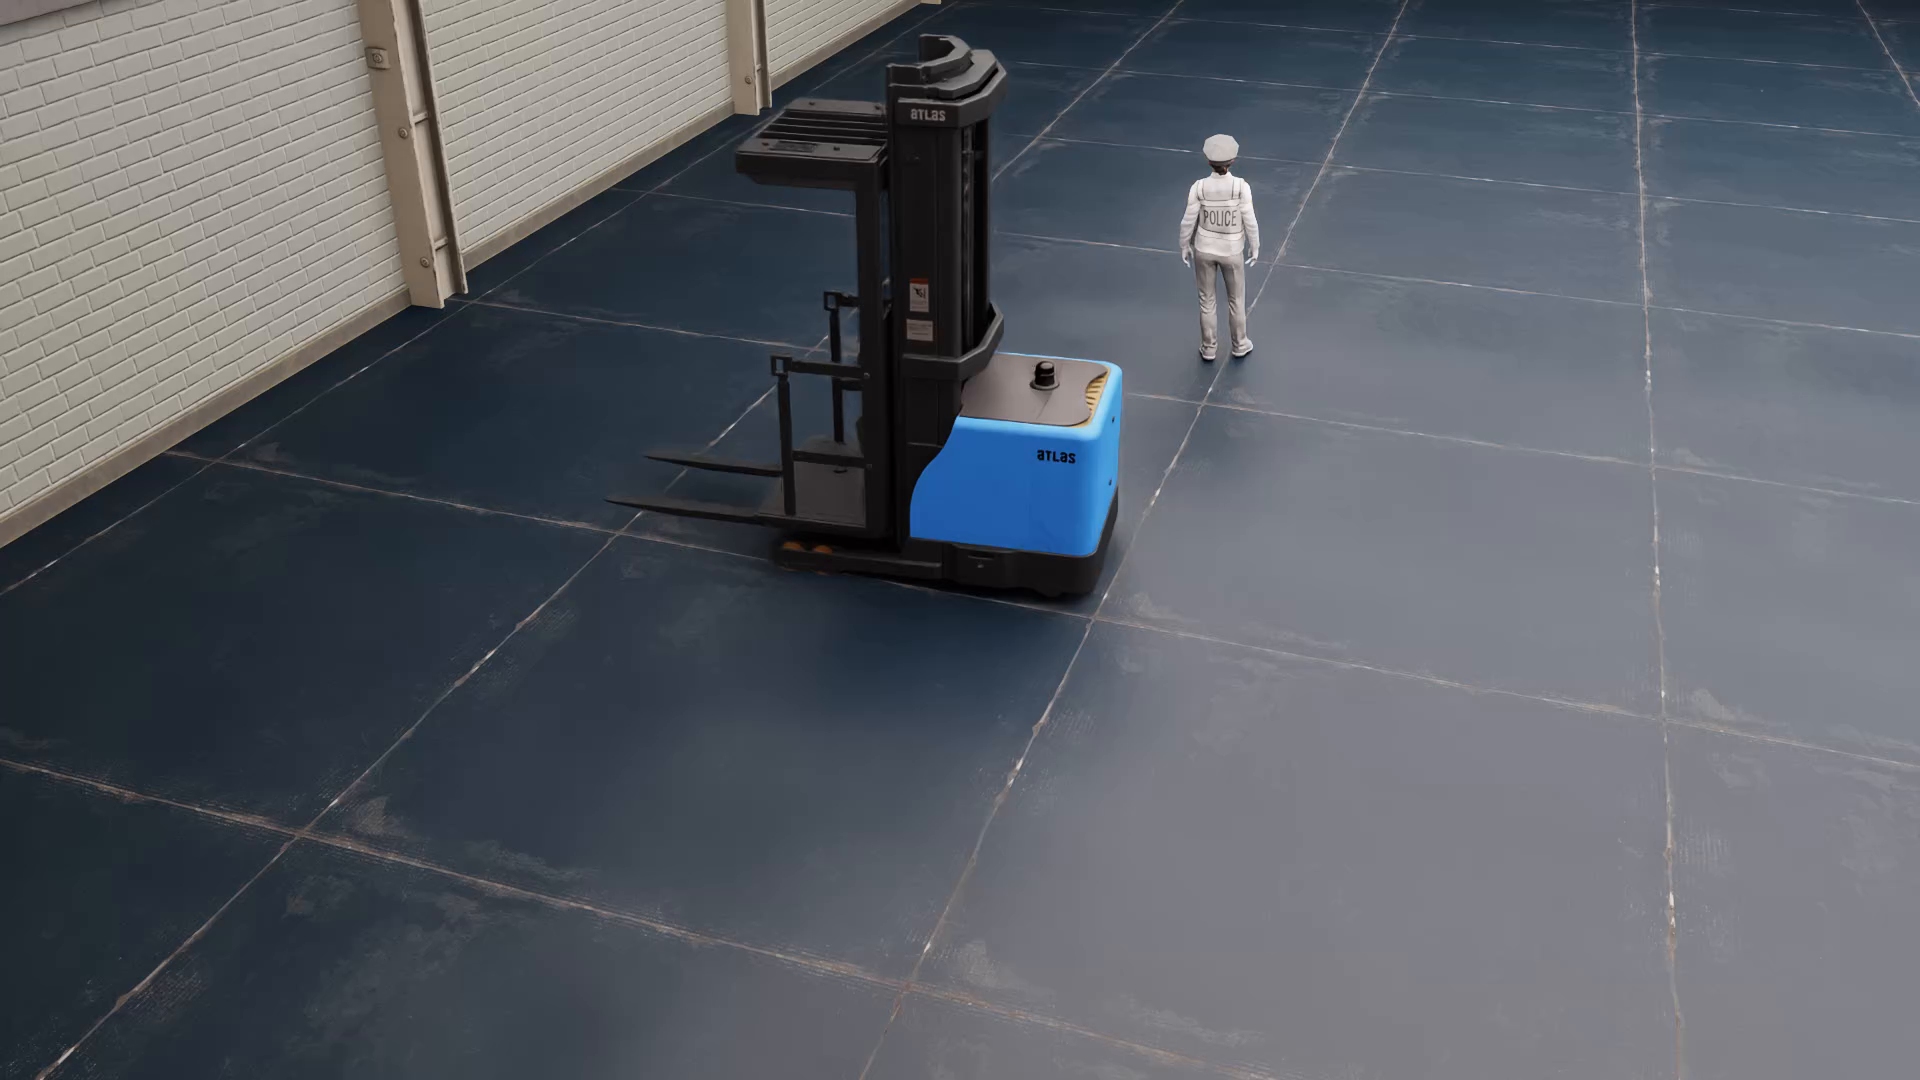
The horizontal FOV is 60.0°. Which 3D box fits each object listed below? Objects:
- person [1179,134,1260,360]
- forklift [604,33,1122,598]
[{"bbox_3d":[1.893,-2.129,12.105,0.587,1.694,0.531,7,30,12],"label":"person"},{"bbox_3d":[-0.611,-1.317,9.448,3.031,2.935,1.130,7,30,11],"label":"forklift"}]
